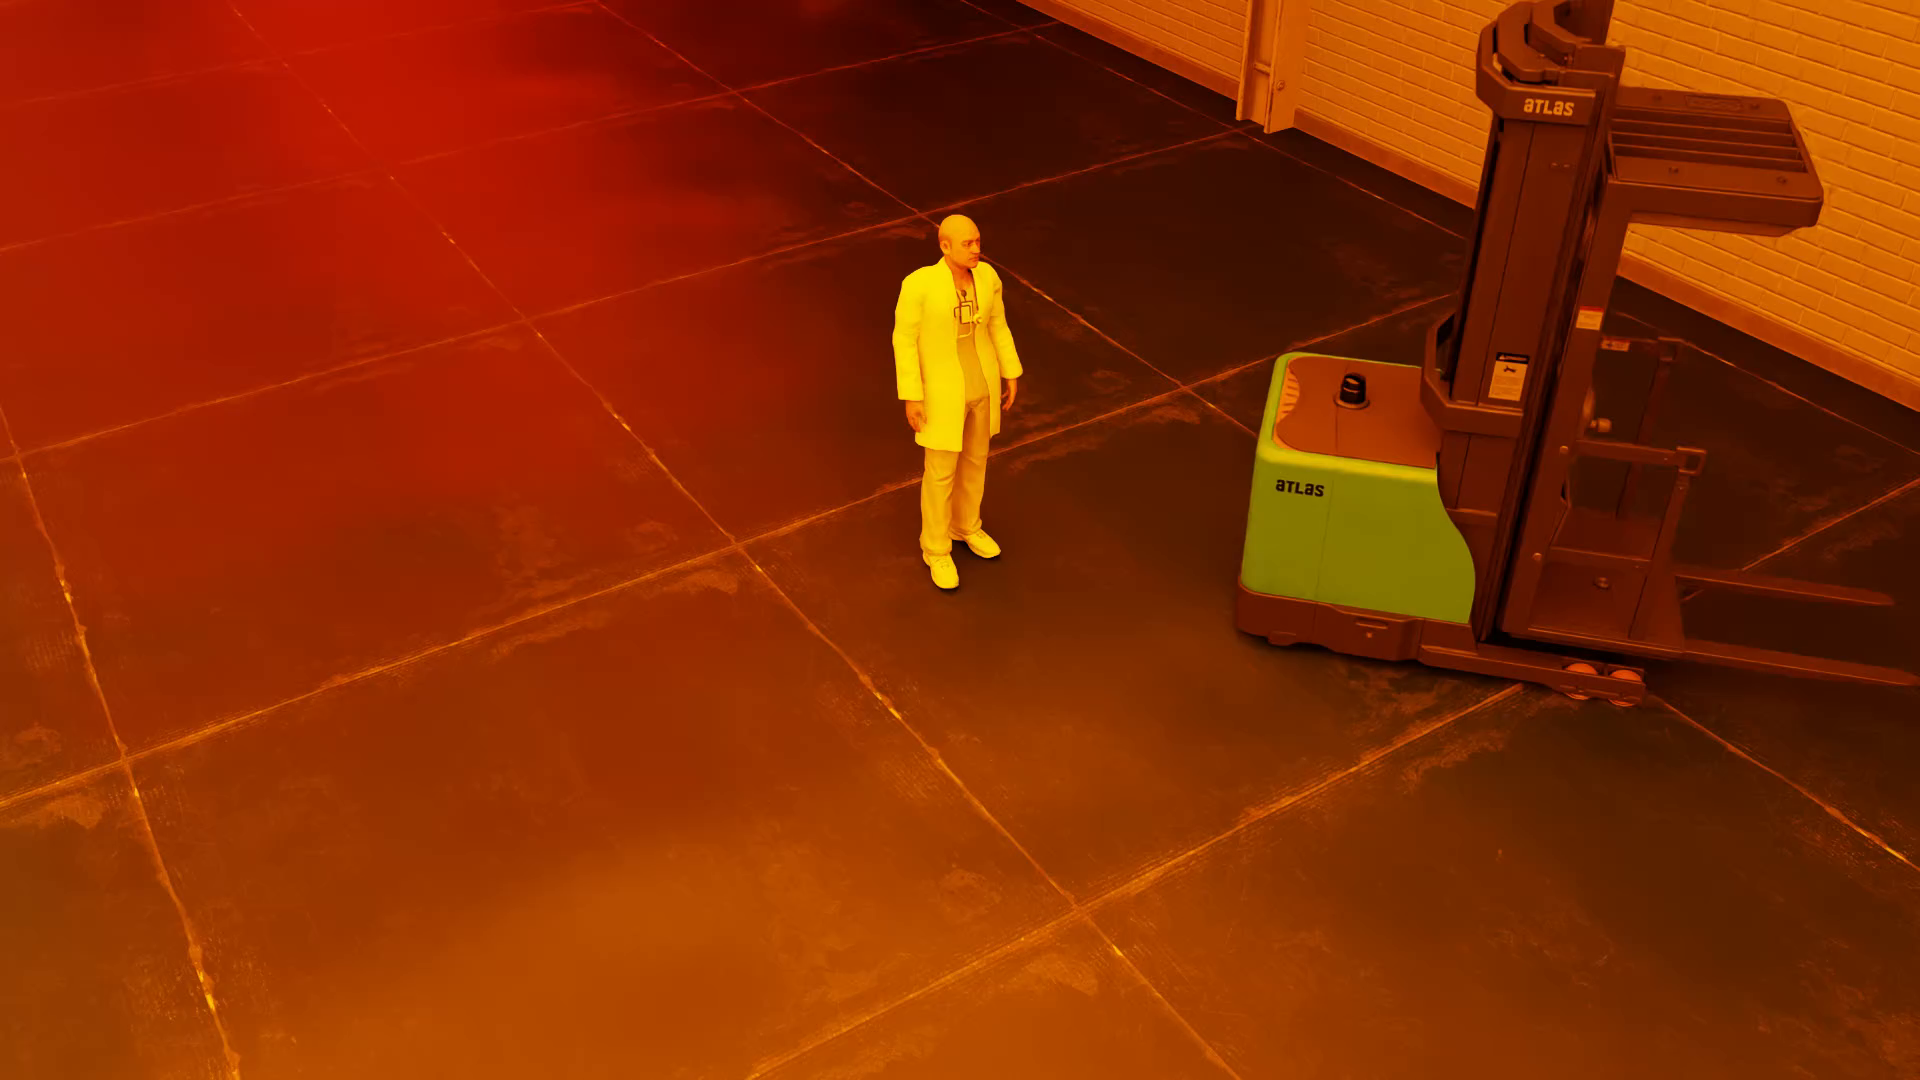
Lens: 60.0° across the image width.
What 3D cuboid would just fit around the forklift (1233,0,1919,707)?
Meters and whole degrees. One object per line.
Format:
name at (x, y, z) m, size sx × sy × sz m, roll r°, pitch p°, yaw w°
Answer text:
forklift at (2.891, -0.777, 7.253) m, size 3.031 × 2.935 × 1.130 m, roll 9°, pitch 36°, yaw 12°

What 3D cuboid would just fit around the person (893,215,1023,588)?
person at (0.047, -0.688, 8.117) m, size 0.698 × 1.777 × 0.578 m, roll -21°, pitch 40°, yaw -27°
